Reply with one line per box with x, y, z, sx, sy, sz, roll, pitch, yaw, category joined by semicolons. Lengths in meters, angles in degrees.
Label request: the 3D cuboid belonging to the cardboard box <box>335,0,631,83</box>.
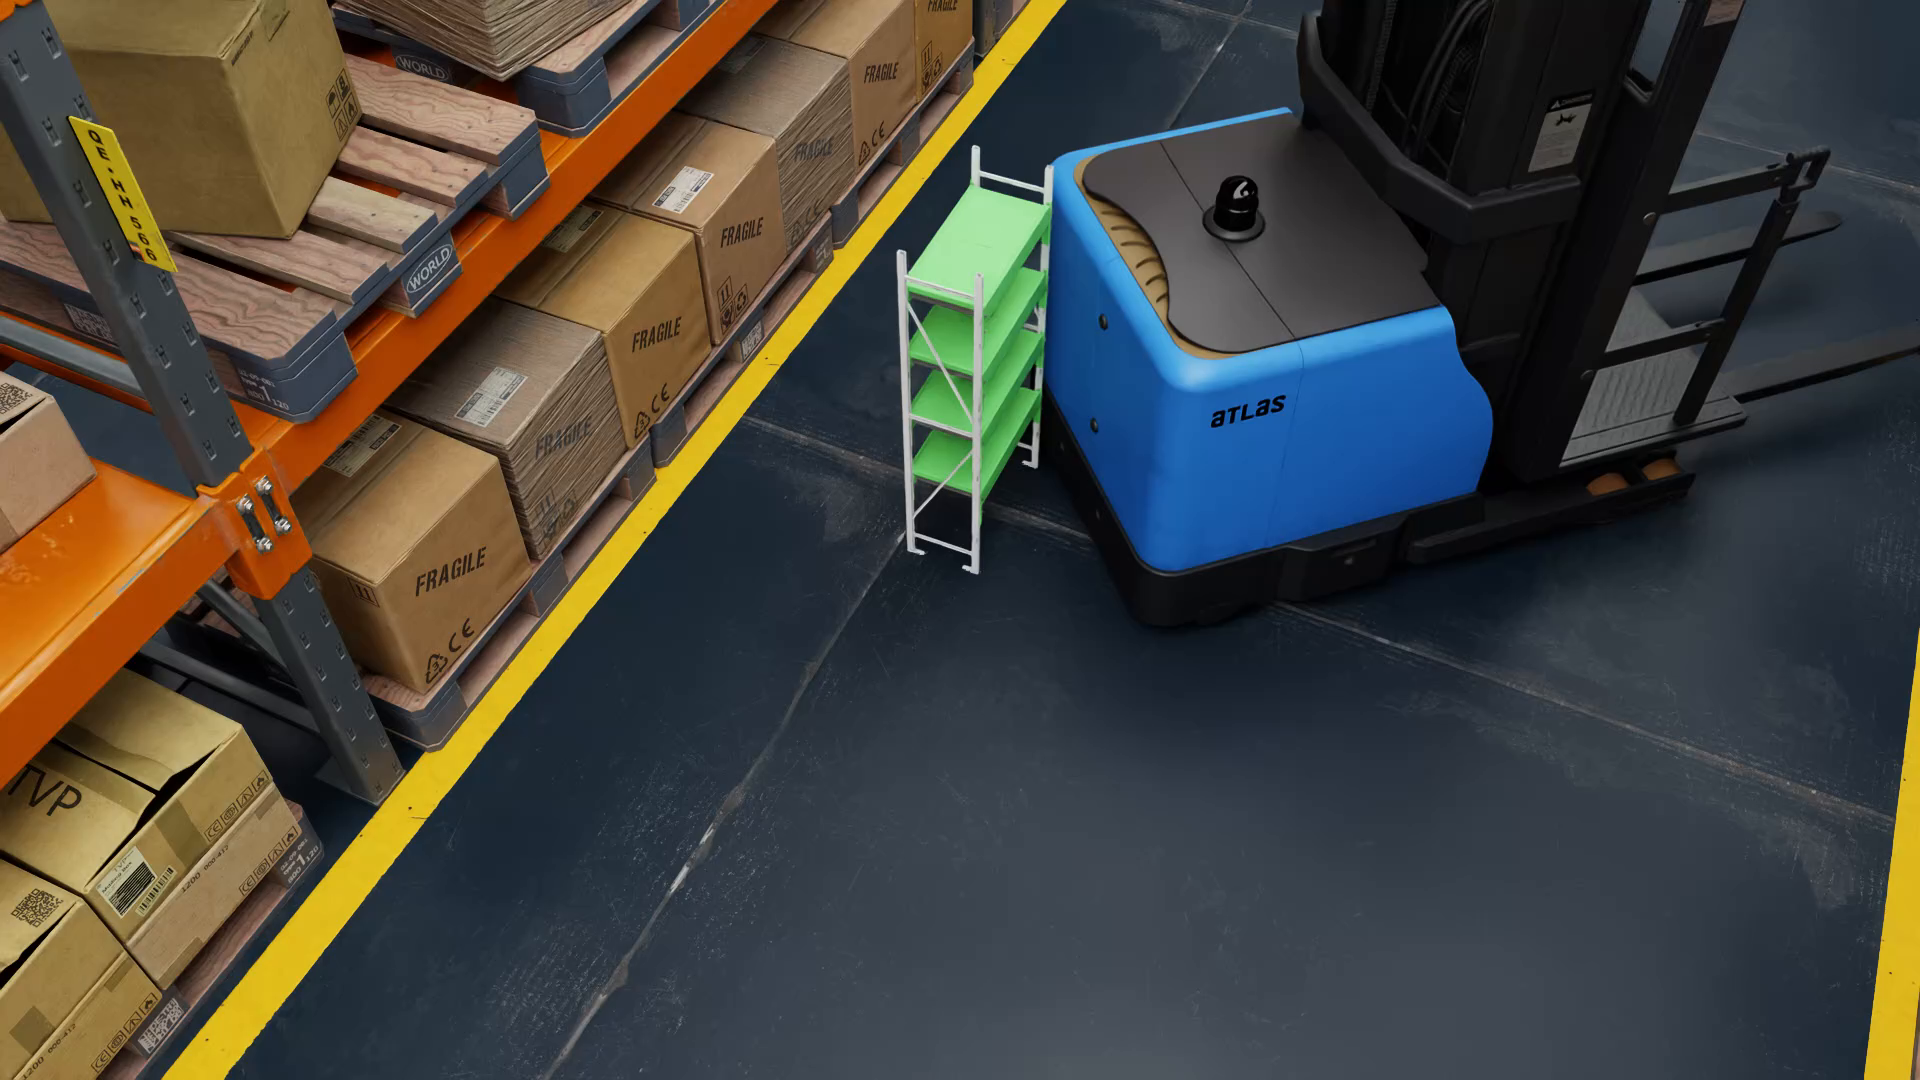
-1.307;-1.639;4.334;0.700;0.500;0.500;29;56;23;cardboard box

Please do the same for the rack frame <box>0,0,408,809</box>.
-2.037;-0.432;3.648;1.000;3.000;0.127;20;52;16;rack frame

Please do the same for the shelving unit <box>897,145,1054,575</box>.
0.046;-0.493;4.882;0.258;1.200;0.503;19;52;15;shelving unit

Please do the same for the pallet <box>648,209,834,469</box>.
-1.162;-0.868;5.850;1.003;0.211;1.213;20;52;16;pallet

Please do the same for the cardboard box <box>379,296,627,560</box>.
-1.366;-0.348;4.929;0.500;0.500;0.500;18;52;15;cardboard box

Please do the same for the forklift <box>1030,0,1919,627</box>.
1.804;-1.372;4.493;3.031;2.935;1.130;-14;51;-12;forklift

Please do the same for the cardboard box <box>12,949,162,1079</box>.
-2.258;1.120;3.857;0.500;0.250;0.500;19;52;16;cardboard box

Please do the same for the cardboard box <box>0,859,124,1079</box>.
-2.255;0.942;3.641;0.500;0.311;0.500;19;52;16;cardboard box

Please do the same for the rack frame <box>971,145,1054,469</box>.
0.145;-0.663;5.026;0.240;1.200;0.015;19;52;15;rack frame

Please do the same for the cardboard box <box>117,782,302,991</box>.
-2.041;0.764;4.160;0.500;0.250;0.500;21;53;17;cardboard box

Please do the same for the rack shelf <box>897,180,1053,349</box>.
0.046;-0.763;4.565;0.258;0.148;0.480;19;52;15;rack shelf

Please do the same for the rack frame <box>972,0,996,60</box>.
-0.328;-3.187;5.992;1.000;3.000;0.127;20;52;16;rack frame

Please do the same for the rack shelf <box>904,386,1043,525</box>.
0.046;-0.296;5.113;0.258;0.148;0.480;19;52;15;rack shelf

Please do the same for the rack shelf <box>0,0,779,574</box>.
-1.183;-1.576;5.094;1.077;0.370;4.000;20;52;16;rack shelf

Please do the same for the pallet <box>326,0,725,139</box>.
-1.211;-1.711;4.862;1.003;0.211;1.213;20;52;16;pallet

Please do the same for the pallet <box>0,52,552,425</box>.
-1.811;-0.860;4.138;1.213;0.211;1.003;20;52;16;pallet

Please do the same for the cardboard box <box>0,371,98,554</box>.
-2.232;-0.167;3.481;0.500;0.311;0.500;23;53;18;cardboard box

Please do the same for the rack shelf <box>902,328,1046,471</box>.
0.046;-0.451;4.930;0.258;0.148;0.480;19;52;15;rack shelf

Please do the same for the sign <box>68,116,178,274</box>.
-1.534;-0.629;3.056;0.100;0.325;0.005;20;52;16;sign

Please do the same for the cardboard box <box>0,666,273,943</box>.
-2.038;0.582;3.947;0.500;0.311;0.500;21;53;17;cardboard box

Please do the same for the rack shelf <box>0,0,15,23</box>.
-2.892;0.206;1.608;1.077;0.370;4.000;20;52;16;rack shelf

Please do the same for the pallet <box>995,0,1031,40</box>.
-0.034;-2.756;7.456;1.003;0.211;1.213;20;52;16;pallet

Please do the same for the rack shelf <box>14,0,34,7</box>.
-1.183;-2.549;3.952;1.077;0.370;4.000;20;52;16;rack shelf

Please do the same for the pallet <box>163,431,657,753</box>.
-1.684;-0.031;5.137;1.003;0.211;1.213;20;52;16;pallet

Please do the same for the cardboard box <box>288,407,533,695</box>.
-1.584;0.015;4.620;0.500;0.500;0.500;22;53;18;cardboard box

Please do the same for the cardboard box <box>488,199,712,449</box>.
-1.147;-0.691;5.221;0.500;0.500;0.500;19;52;16;cardboard box

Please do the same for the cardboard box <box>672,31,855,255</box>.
-0.713;-1.403;5.827;0.500;0.500;0.500;20;53;17;cardboard box

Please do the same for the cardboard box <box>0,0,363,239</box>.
-1.870;-1.071;3.851;0.700;0.500;0.500;4;50;4;cardboard box

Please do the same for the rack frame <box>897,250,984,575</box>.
-0.052;-0.323;4.737;0.240;1.200;0.015;19;52;15;rack frame

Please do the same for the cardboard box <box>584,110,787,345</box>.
-0.929;-1.052;5.528;0.500;0.500;0.500;18;52;15;cardboard box

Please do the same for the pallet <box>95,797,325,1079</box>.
-2.424;1.025;4.239;1.003;0.211;1.213;20;52;16;pallet

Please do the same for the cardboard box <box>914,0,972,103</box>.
-0.280;-2.086;6.408;0.500;0.500;0.500;20;52;16;cardboard box

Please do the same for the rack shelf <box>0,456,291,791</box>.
-2.892;1.178;2.750;1.077;0.370;4.000;20;52;16;rack shelf

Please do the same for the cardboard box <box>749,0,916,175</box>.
-0.499;-1.749;6.121;0.500;0.500;0.500;20;52;16;cardboard box

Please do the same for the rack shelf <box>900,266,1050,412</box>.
0.046;-0.607;4.747;0.258;0.148;0.480;19;52;15;rack shelf

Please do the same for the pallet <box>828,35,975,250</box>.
-0.642;-1.711;6.567;1.003;0.211;1.213;20;52;16;pallet
